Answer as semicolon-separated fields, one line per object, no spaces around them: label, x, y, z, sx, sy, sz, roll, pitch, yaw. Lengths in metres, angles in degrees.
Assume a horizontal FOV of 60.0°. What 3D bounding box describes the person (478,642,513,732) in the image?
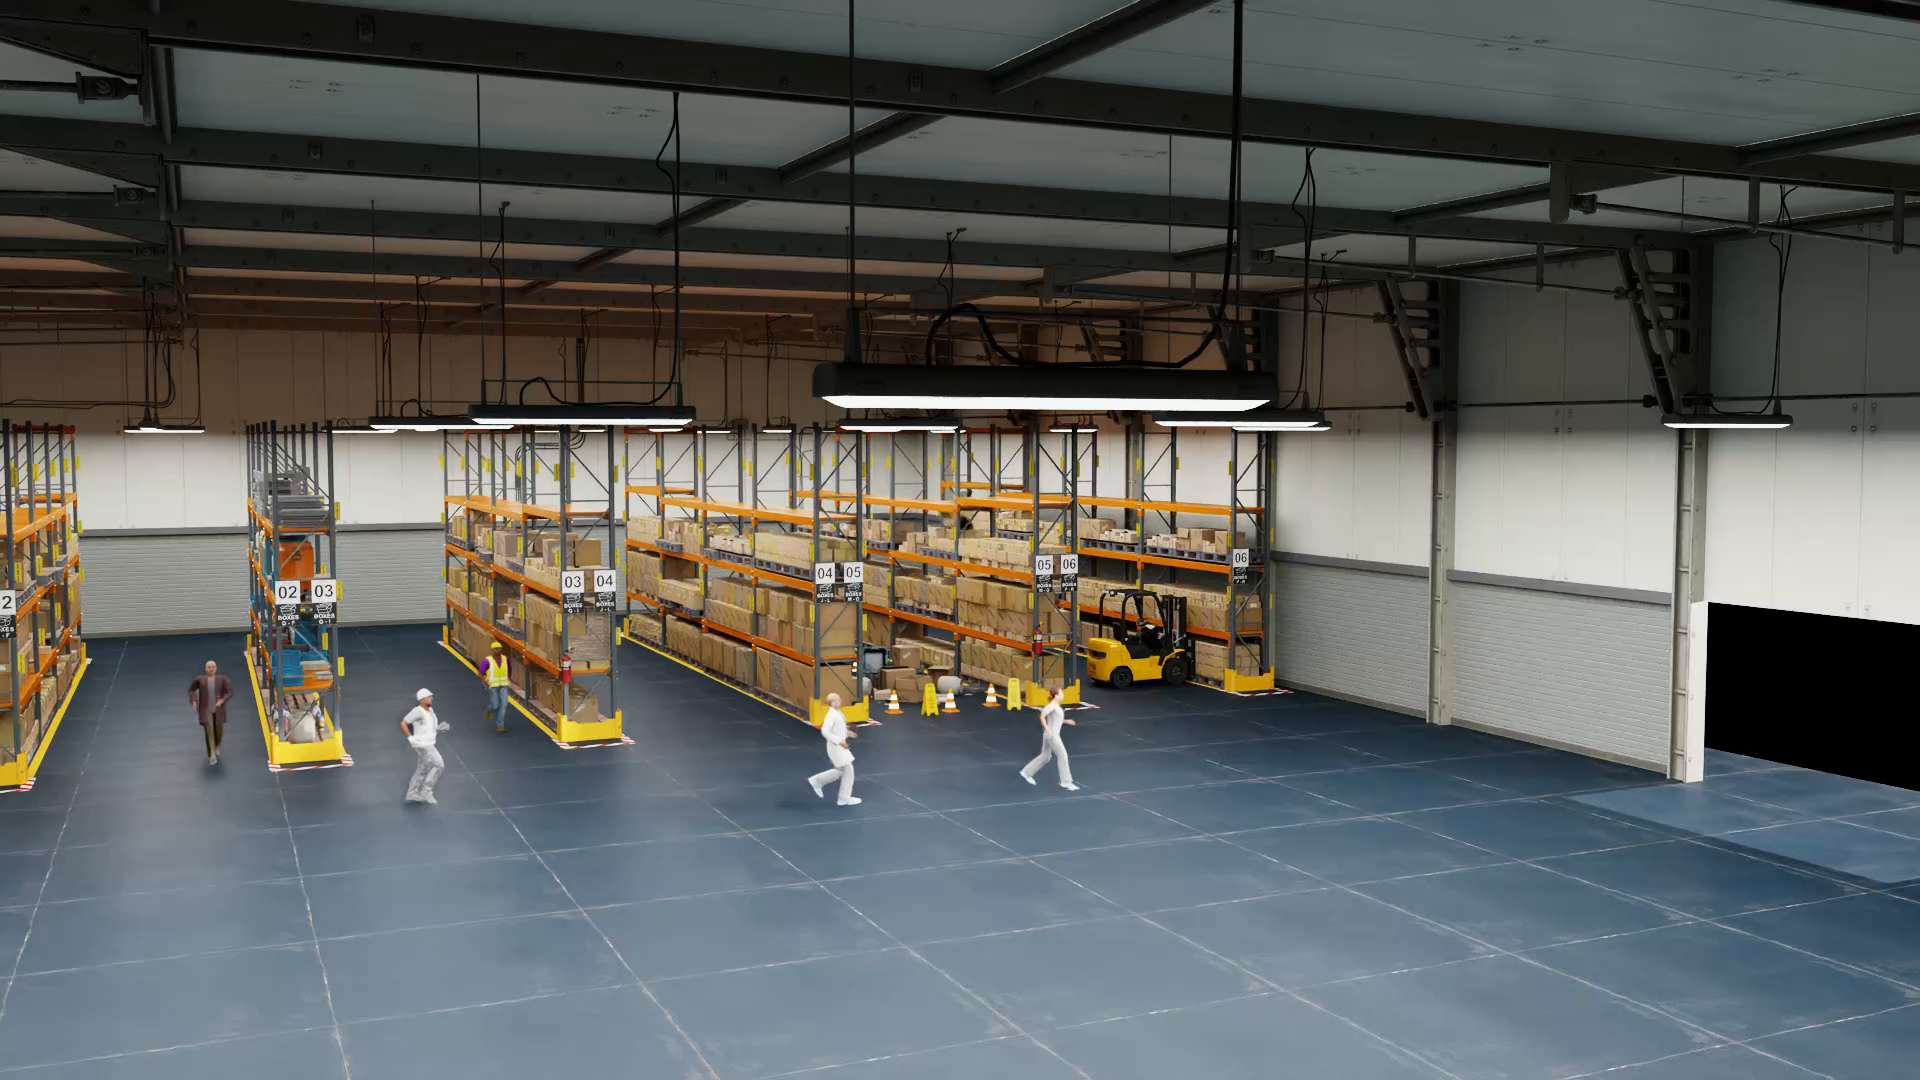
person;-8.987;2.840;32.307;0.700;1.739;0.801;-2;4;-34

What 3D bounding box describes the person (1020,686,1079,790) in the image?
person;1.449;3.204;26.945;0.954;1.682;0.523;0;4;2

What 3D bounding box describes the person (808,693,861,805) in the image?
person;-1.950;3.240;25.786;0.832;1.736;0.716;0;4;-1

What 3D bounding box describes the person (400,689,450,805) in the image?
person;-8.291;3.214;25.875;0.689;1.800;0.668;0;4;-5

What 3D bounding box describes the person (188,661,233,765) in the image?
person;-13.171;3.007;29.254;0.724;1.779;0.866;-2;4;-28
